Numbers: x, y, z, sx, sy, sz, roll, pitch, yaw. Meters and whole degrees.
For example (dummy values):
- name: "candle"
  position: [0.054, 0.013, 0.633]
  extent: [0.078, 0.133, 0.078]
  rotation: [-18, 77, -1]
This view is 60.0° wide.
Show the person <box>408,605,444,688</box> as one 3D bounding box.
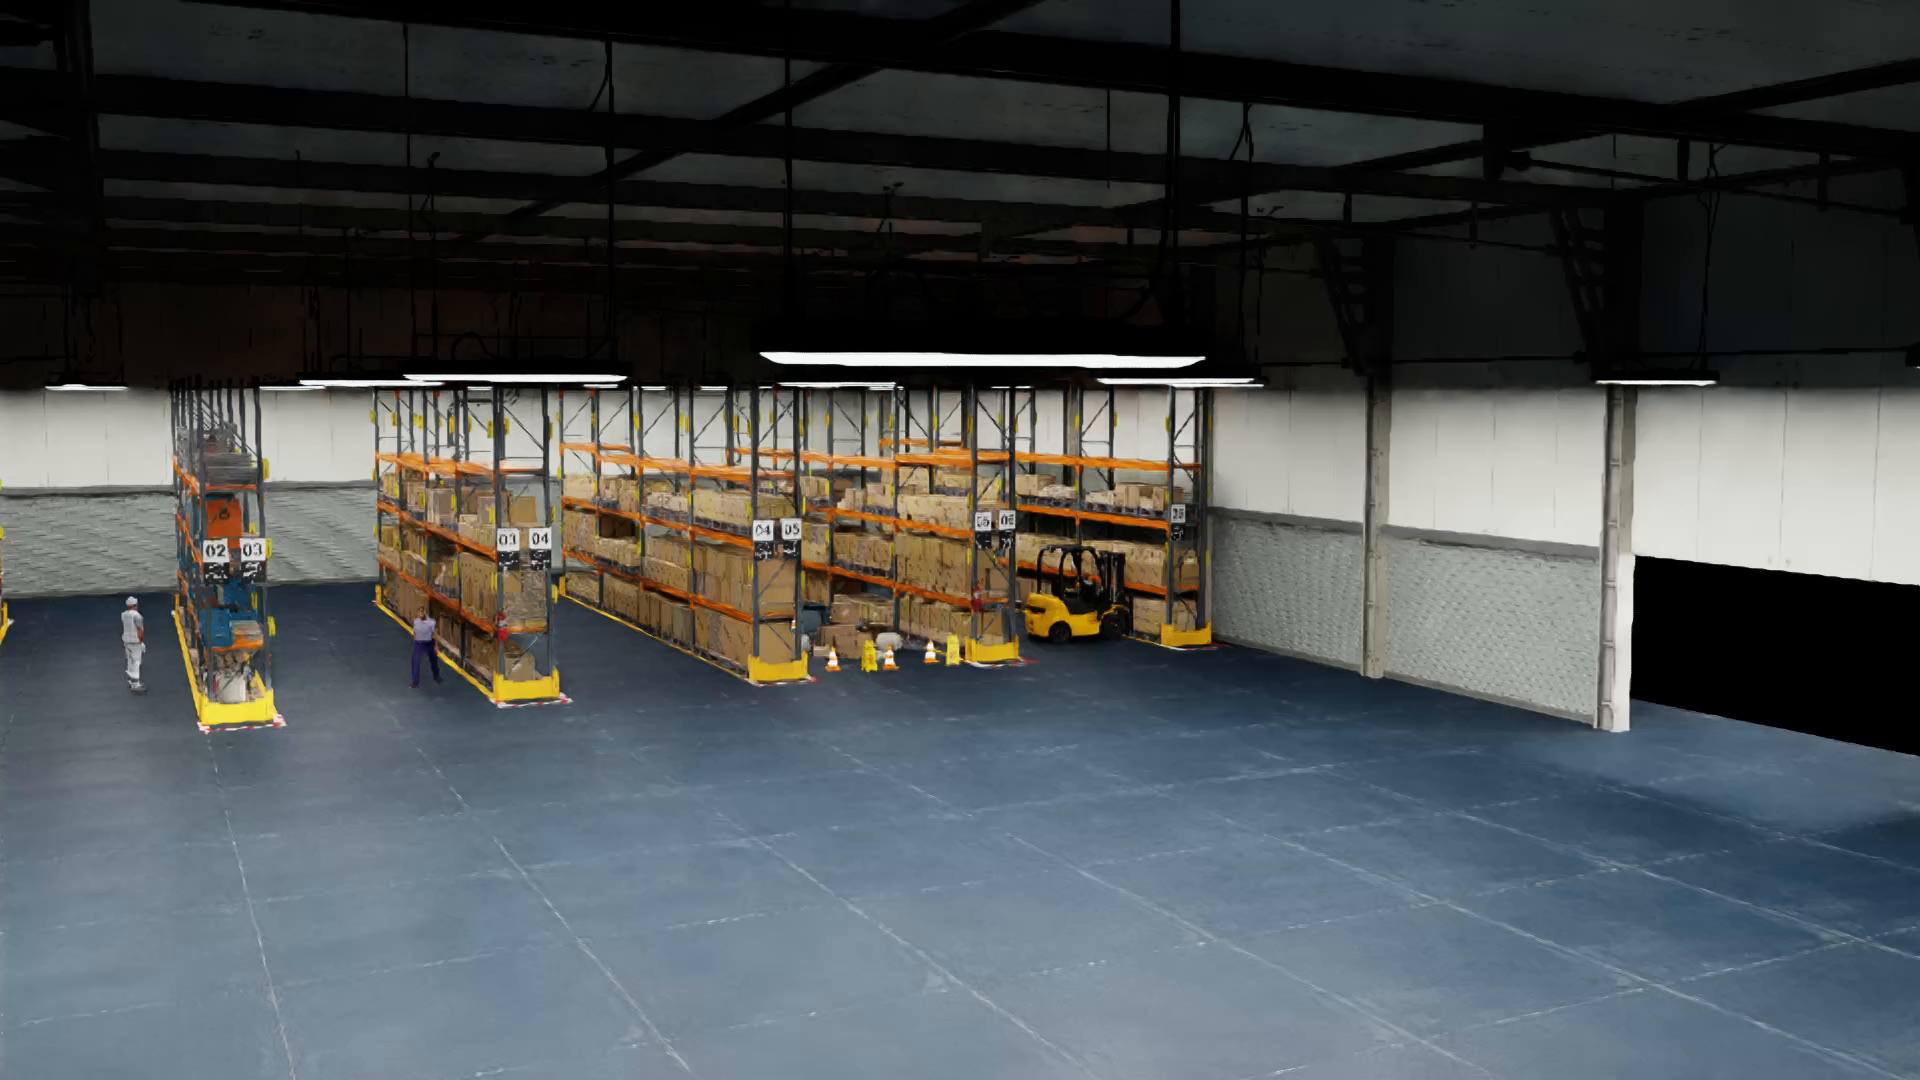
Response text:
- name: "person"
  position: [-10.417, 2.059, 32.399]
  extent: [0.515, 1.577, 0.926]
  rotation: [0, 5, -4]

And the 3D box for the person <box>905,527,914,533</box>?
- name: "person"
  position: [-1.441, 0.410, 47.333]
  extent: [0.443, 1.613, 0.988]
  rotation: [-2, 5, -18]

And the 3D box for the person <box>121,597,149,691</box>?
- name: "person"
  position: [-15.831, 1.973, 31.946]
  extent: [0.606, 1.792, 0.442]
  rotation: [3, 6, 32]

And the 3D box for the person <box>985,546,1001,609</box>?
- name: "person"
  position: [0.759, 0.991, 43.168]
  extent: [0.591, 1.763, 0.685]
  rotation: [0, 5, -3]
